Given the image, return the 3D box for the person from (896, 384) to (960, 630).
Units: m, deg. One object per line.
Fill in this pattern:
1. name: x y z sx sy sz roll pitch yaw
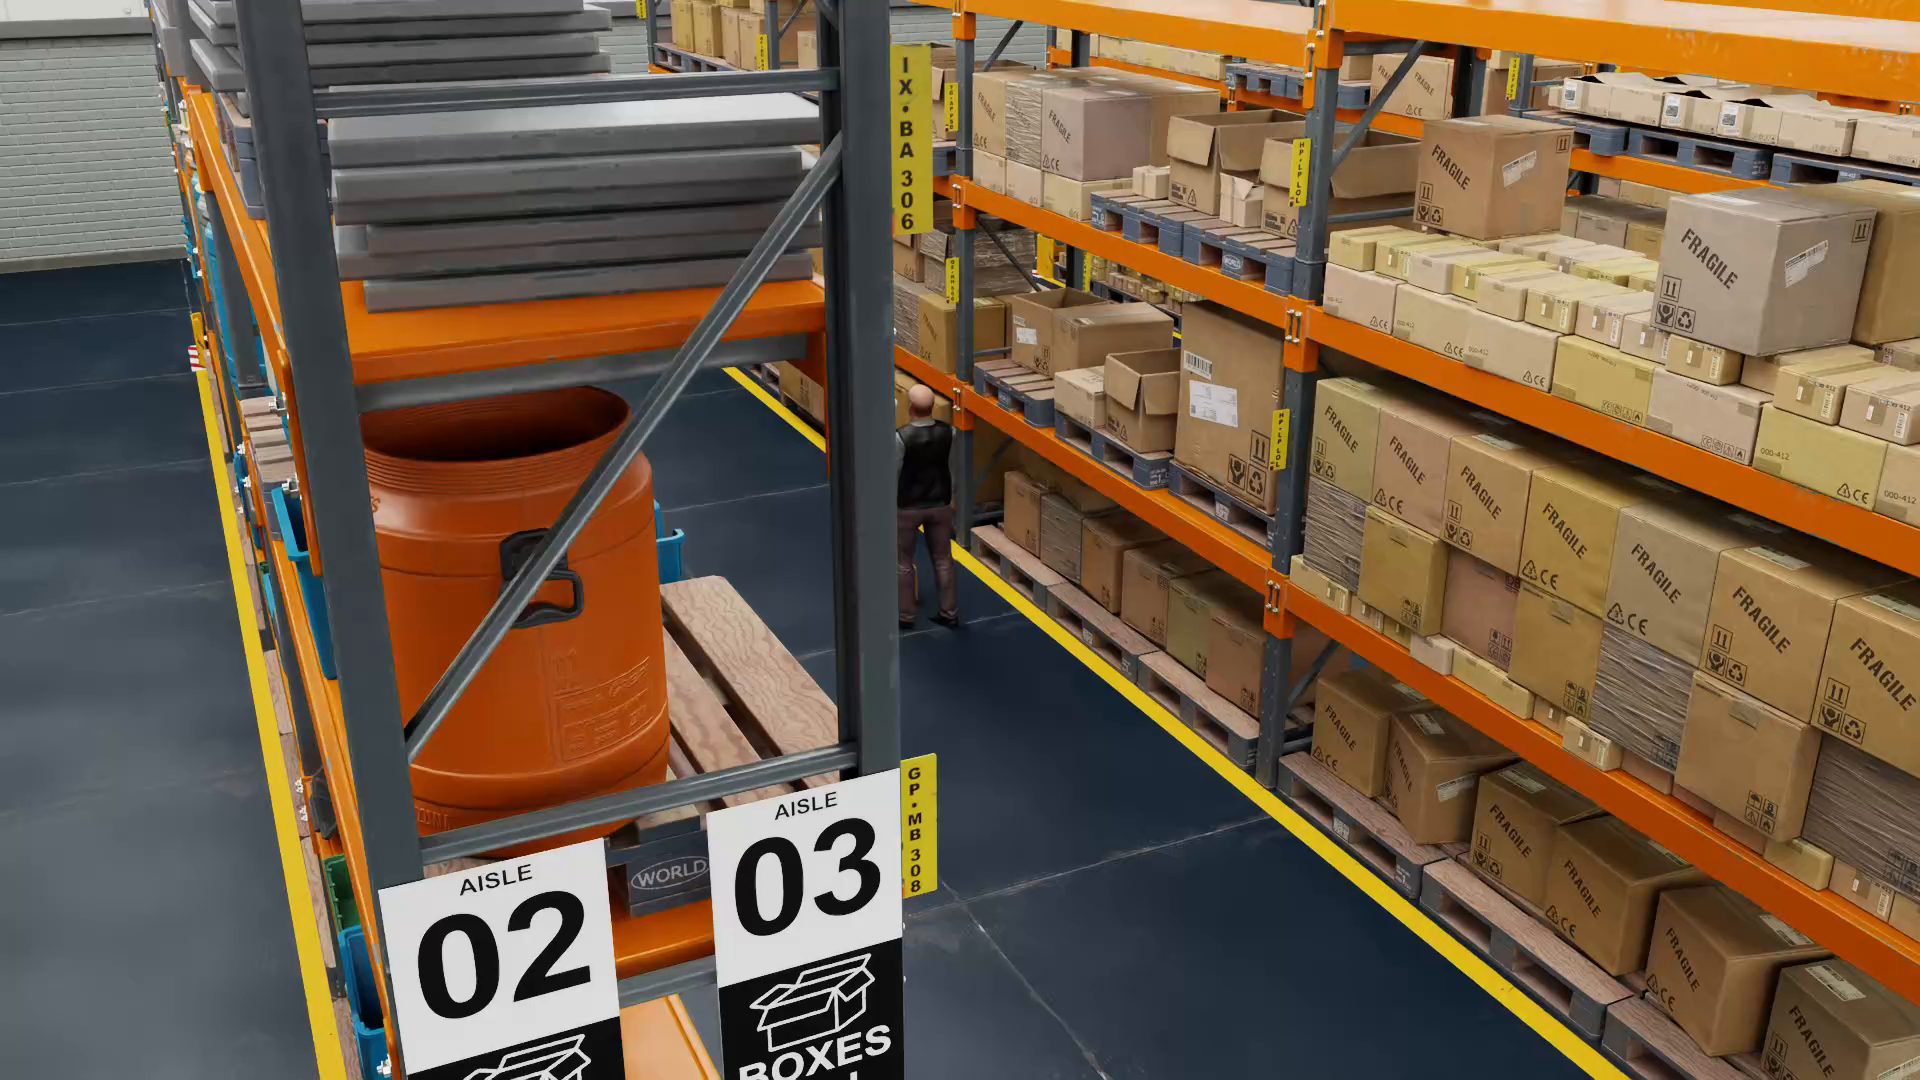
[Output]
1. person: -0.282 -0.172 11.214 0.537 1.664 0.429 -9 24 -22
